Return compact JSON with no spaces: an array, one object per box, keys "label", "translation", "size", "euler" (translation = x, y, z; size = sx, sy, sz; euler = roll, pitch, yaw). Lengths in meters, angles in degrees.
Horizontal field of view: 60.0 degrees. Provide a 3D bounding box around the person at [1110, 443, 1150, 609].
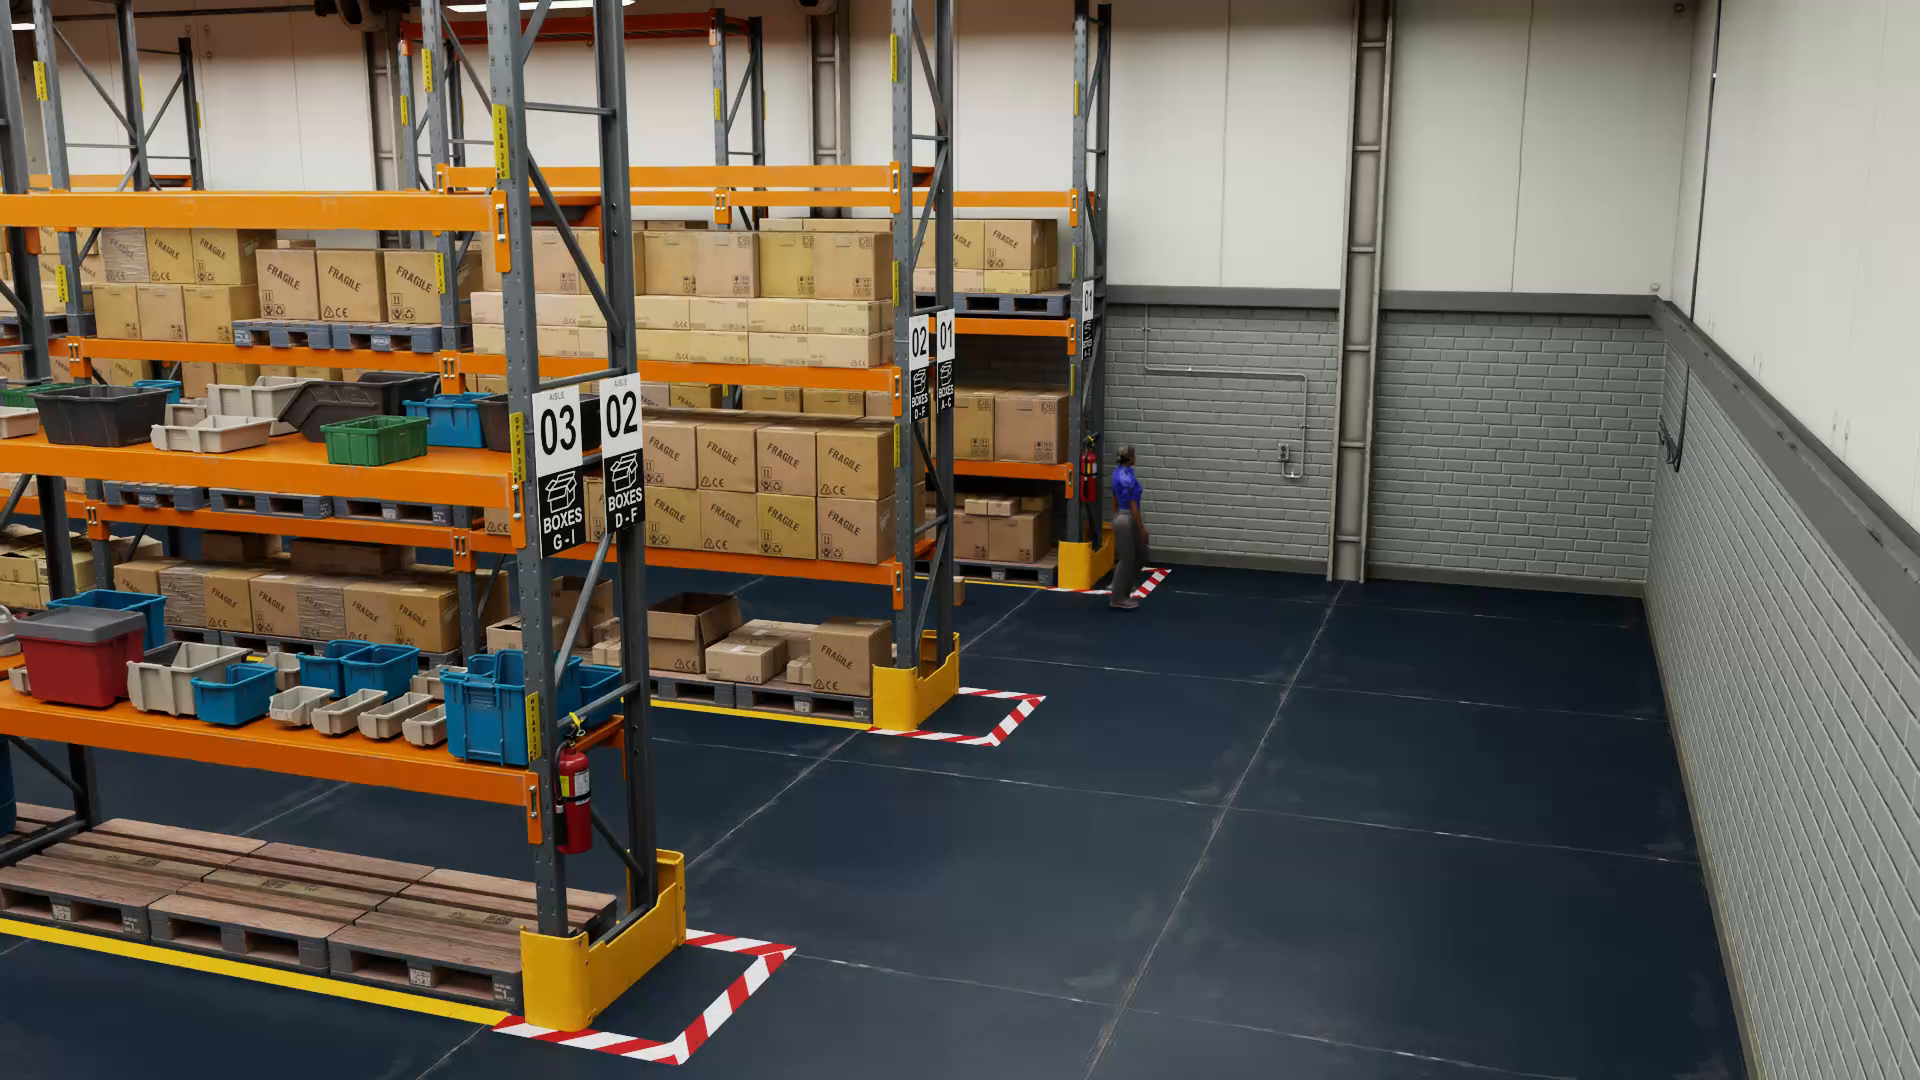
[{"label":"person","translation":[1.702,-0.116,16.497],"size":[0.407,1.706,0.452],"euler":[0,12,-1]}]
